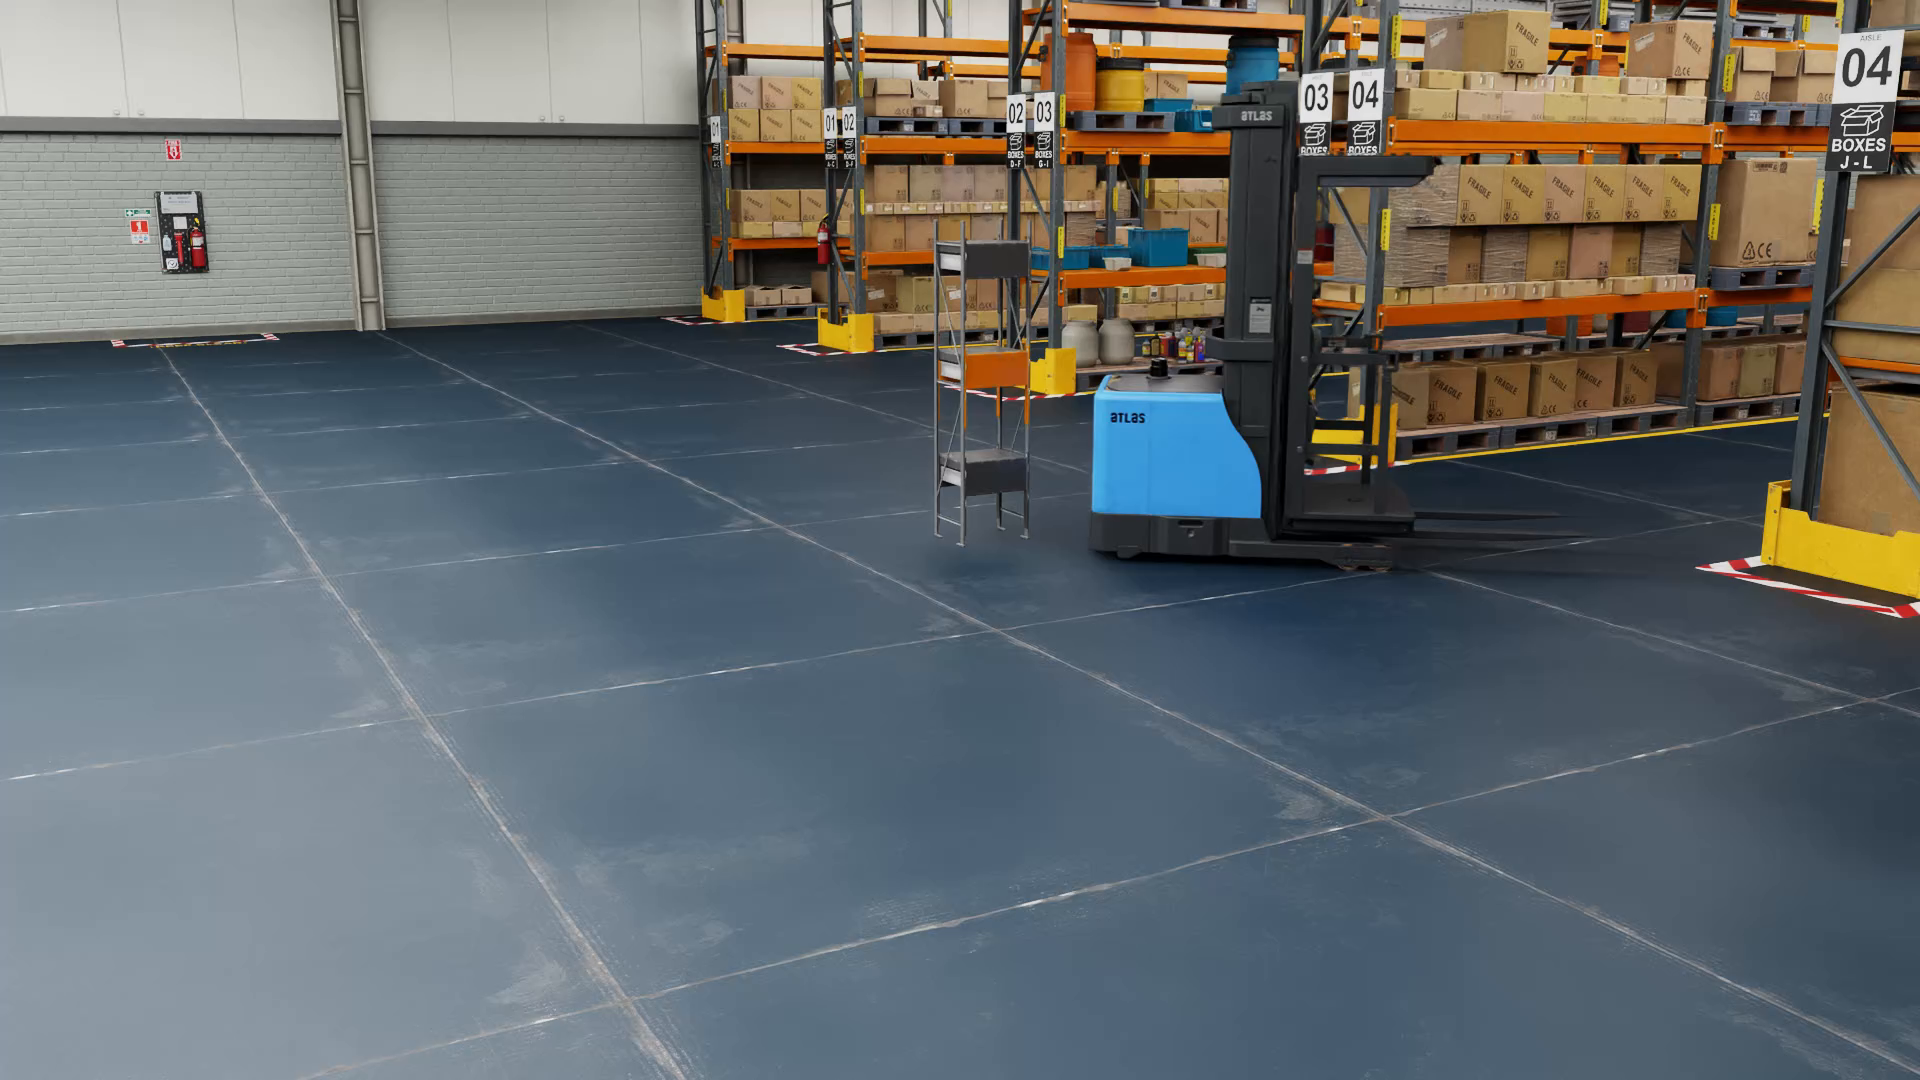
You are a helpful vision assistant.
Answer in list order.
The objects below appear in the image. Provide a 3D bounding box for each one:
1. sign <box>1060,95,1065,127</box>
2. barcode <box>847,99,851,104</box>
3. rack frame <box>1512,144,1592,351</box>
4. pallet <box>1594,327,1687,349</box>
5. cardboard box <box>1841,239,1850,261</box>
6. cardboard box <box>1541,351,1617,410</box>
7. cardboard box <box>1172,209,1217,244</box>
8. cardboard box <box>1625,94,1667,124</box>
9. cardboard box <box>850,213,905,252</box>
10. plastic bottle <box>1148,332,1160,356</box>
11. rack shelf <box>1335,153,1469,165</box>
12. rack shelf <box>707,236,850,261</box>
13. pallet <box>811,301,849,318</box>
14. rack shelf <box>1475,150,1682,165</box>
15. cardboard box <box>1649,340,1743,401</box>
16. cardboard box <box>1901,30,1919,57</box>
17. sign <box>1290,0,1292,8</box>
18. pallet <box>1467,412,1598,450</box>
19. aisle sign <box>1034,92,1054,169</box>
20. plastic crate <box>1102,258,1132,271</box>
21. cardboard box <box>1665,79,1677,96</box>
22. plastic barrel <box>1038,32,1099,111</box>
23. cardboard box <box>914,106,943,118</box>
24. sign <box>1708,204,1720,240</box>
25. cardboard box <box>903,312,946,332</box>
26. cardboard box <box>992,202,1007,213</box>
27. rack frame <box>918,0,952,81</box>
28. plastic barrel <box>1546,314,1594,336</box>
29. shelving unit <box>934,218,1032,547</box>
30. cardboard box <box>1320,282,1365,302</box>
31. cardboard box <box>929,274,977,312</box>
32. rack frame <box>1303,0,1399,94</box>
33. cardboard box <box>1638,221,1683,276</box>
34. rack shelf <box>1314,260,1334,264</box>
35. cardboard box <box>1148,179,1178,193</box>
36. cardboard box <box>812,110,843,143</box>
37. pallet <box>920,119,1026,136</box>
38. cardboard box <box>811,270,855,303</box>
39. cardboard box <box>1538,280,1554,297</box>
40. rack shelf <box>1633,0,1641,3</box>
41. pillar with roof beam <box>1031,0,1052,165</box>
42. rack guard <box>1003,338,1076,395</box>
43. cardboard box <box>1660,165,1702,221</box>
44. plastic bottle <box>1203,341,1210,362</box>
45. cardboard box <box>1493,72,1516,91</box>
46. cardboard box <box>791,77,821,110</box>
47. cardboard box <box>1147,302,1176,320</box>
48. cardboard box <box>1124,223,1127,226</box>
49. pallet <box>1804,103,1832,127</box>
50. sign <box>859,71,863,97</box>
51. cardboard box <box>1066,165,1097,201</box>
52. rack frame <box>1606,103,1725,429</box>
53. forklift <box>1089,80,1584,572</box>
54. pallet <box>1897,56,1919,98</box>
[{"bbox_3d":[1.079,-4.518,17.501,0.005,0.325,0.100,-7,14,-28],"label":"sign"},{"bbox_3d":[-1.517,-5.983,22.709,0.075,0.075,0.001,-7,14,-28],"label":"barcode"},{"bbox_3d":[7.841,-3.998,22.044,0.127,3.000,1.000,-7,14,-28],"label":"rack frame"},{"bbox_3d":[9.583,-2.856,23.321,1.213,0.211,1.003,-7,14,-28],"label":"pallet"},{"bbox_3d":[8.880,-2.956,16.760,0.258,0.266,0.396,-7,15,-29],"label":"cardboard box"},{"bbox_3d":[5.834,-1.512,15.734,0.500,0.500,0.500,-2,13,-10],"label":"cardboard box"},{"bbox_3d":[3.544,-4.767,25.232,0.500,0.500,0.500,-7,14,-28],"label":"cardboard box"},{"bbox_3d":[5.965,-3.862,14.948,0.500,0.250,0.500,-6,14,-26],"label":"cardboard box"},{"bbox_3d":[-1.135,-4.207,22.744,0.500,0.500,0.700,-7,14,-28],"label":"cardboard box"},{"bbox_3d":[2.315,-2.340,19.858,0.133,0.283,0.061,-6,14,-26],"label":"plastic bottle"},{"bbox_3d":[8.361,-7.651,33.082,4.000,0.370,1.077,-7,14,-28],"label":"rack shelf"},{"bbox_3d":[-2.172,-4.925,27.802,4.000,0.370,1.077,-7,14,-28],"label":"rack shelf"},{"bbox_3d":[-2.061,-3.920,28.045,1.213,0.211,1.003,-7,14,-28],"label":"pallet"},{"bbox_3d":[10.737,-6.697,28.842,4.000,0.370,1.077,-7,14,-28],"label":"rack shelf"},{"bbox_3d":[7.253,-1.679,16.427,0.500,0.500,0.700,-8,15,-32],"label":"cardboard box"},{"bbox_3d":[5.610,-2.931,9.855,0.250,0.149,0.380,-7,14,-28],"label":"cardboard box"},{"bbox_3d":[5.202,-8.478,25.977,0.005,0.325,0.100,-7,14,-28],"label":"sign"},{"bbox_3d":[5.059,-1.056,15.320,1.213,0.211,1.003,-7,14,-28],"label":"pallet"},{"bbox_3d":[0.896,-4.361,17.734,0.004,0.787,0.394,-7,14,-28],"label":"aisle sign"},{"bbox_3d":[1.759,-3.060,18.476,0.250,0.136,0.298,-7,14,-28],"label":"plastic crate"},{"bbox_3d":[6.278,-4.107,15.130,0.250,0.149,0.380,-7,14,-27],"label":"cardboard box"},{"bbox_3d":[1.185,-5.110,18.218,0.708,0.830,0.600,-7,14,-28],"label":"plastic barrel"},{"bbox_3d":[-0.434,-5.816,22.583,0.250,0.149,0.380,-7,14,-28],"label":"cardboard box"},{"bbox_3d":[6.970,-2.942,15.377,0.005,0.325,0.100,-7,14,-28],"label":"sign"},{"bbox_3d":[-0.536,-3.042,23.100,0.500,0.250,0.500,-7,14,-28],"label":"cardboard box"},{"bbox_3d":[0.477,-4.666,23.306,0.250,0.149,0.380,-6,14,-26],"label":"cardboard box"},{"bbox_3d":[-0.417,-8.414,27.999,0.127,3.000,1.000,-7,14,-28],"label":"rack frame"},{"bbox_3d":[8.262,-3.199,22.479,0.708,0.830,0.600,-7,14,-28],"label":"plastic barrel"},{"bbox_3d":[0.145,-1.042,10.956,0.503,2.100,0.431,-7,14,-28],"label":"shelving unit"},{"bbox_3d":[3.344,-2.149,14.400,0.250,0.149,0.380,-7,14,-28],"label":"cardboard box"},{"bbox_3d":[-0.103,-3.463,23.261,0.500,0.500,0.500,-7,14,-28],"label":"cardboard box"},{"bbox_3d":[3.192,-5.129,13.404,0.127,3.000,1.000,-7,14,-28],"label":"rack frame"},{"bbox_3d":[6.279,-2.782,15.732,0.500,0.500,0.875,-7,14,-28],"label":"cardboard box"},{"bbox_3d":[6.086,-3.437,21.188,4.000,0.370,1.077,-7,14,-28],"label":"rack shelf"},{"bbox_3d":[3.642,-6.478,30.404,0.500,0.250,0.500,-6,14,-27],"label":"cardboard box"},{"bbox_3d":[-2.112,-6.740,27.123,0.500,0.500,0.500,-6,14,-24],"label":"cardboard box"},{"bbox_3d":[0.154,-5.731,23.110,1.213,0.211,1.003,-7,14,-28],"label":"pallet"},{"bbox_3d":[-2.109,-4.244,27.827,0.500,0.500,0.700,-8,15,-31],"label":"cardboard box"},{"bbox_3d":[5.076,-2.255,14.868,0.250,0.149,0.380,-7,14,-28],"label":"cardboard box"},{"bbox_3d":[4.948,-4.987,14.418,4.000,0.370,1.077,-7,14,-28],"label":"rack shelf"},{"bbox_3d":[3.601,-8.035,26.315,0.400,9.000,9.100,-7,14,-28],"label":"pillar with roof beam"},{"bbox_3d":[0.863,-1.954,18.654,0.348,0.500,1.175,-7,14,-28],"label":"rack guard"},{"bbox_3d":[6.440,-3.204,15.333,0.500,0.500,0.500,-7,14,-28],"label":"cardboard box"},{"bbox_3d":[2.861,-2.207,19.296,0.097,0.271,0.097,0,13,0],"label":"plastic bottle"},{"bbox_3d":[4.470,-3.870,14.075,0.250,0.149,0.380,-7,14,-28],"label":"cardboard box"},{"bbox_3d":[-2.564,-7.169,26.748,0.500,0.500,0.500,-6,14,-26],"label":"cardboard box"},{"bbox_3d":[2.882,-3.444,24.887,0.500,0.250,0.500,-6,14,-26],"label":"cardboard box"},{"bbox_3d":[3.257,-5.878,30.924,0.250,0.149,0.380,-7,14,-27],"label":"cardboard box"},{"bbox_3d":[8.205,-4.149,16.309,1.003,0.211,1.213,-7,14,-28],"label":"pallet"},{"bbox_3d":[-1.290,-5.933,21.635,0.005,0.325,0.100,-7,14,-28],"label":"sign"},{"bbox_3d":[1.574,-5.166,24.051,0.500,0.500,0.700,-7,14,-28],"label":"cardboard box"},{"bbox_3d":[6.703,-2.623,15.933,0.127,3.000,1.000,-7,14,-28],"label":"rack frame"},{"bbox_3d":[2.383,-1.359,10.470,3.031,2.935,1.130,2,13,8],"label":"forklift"},{"bbox_3d":[6.126,-2.736,9.804,1.213,0.211,1.003,-7,14,-28],"label":"pallet"}]
